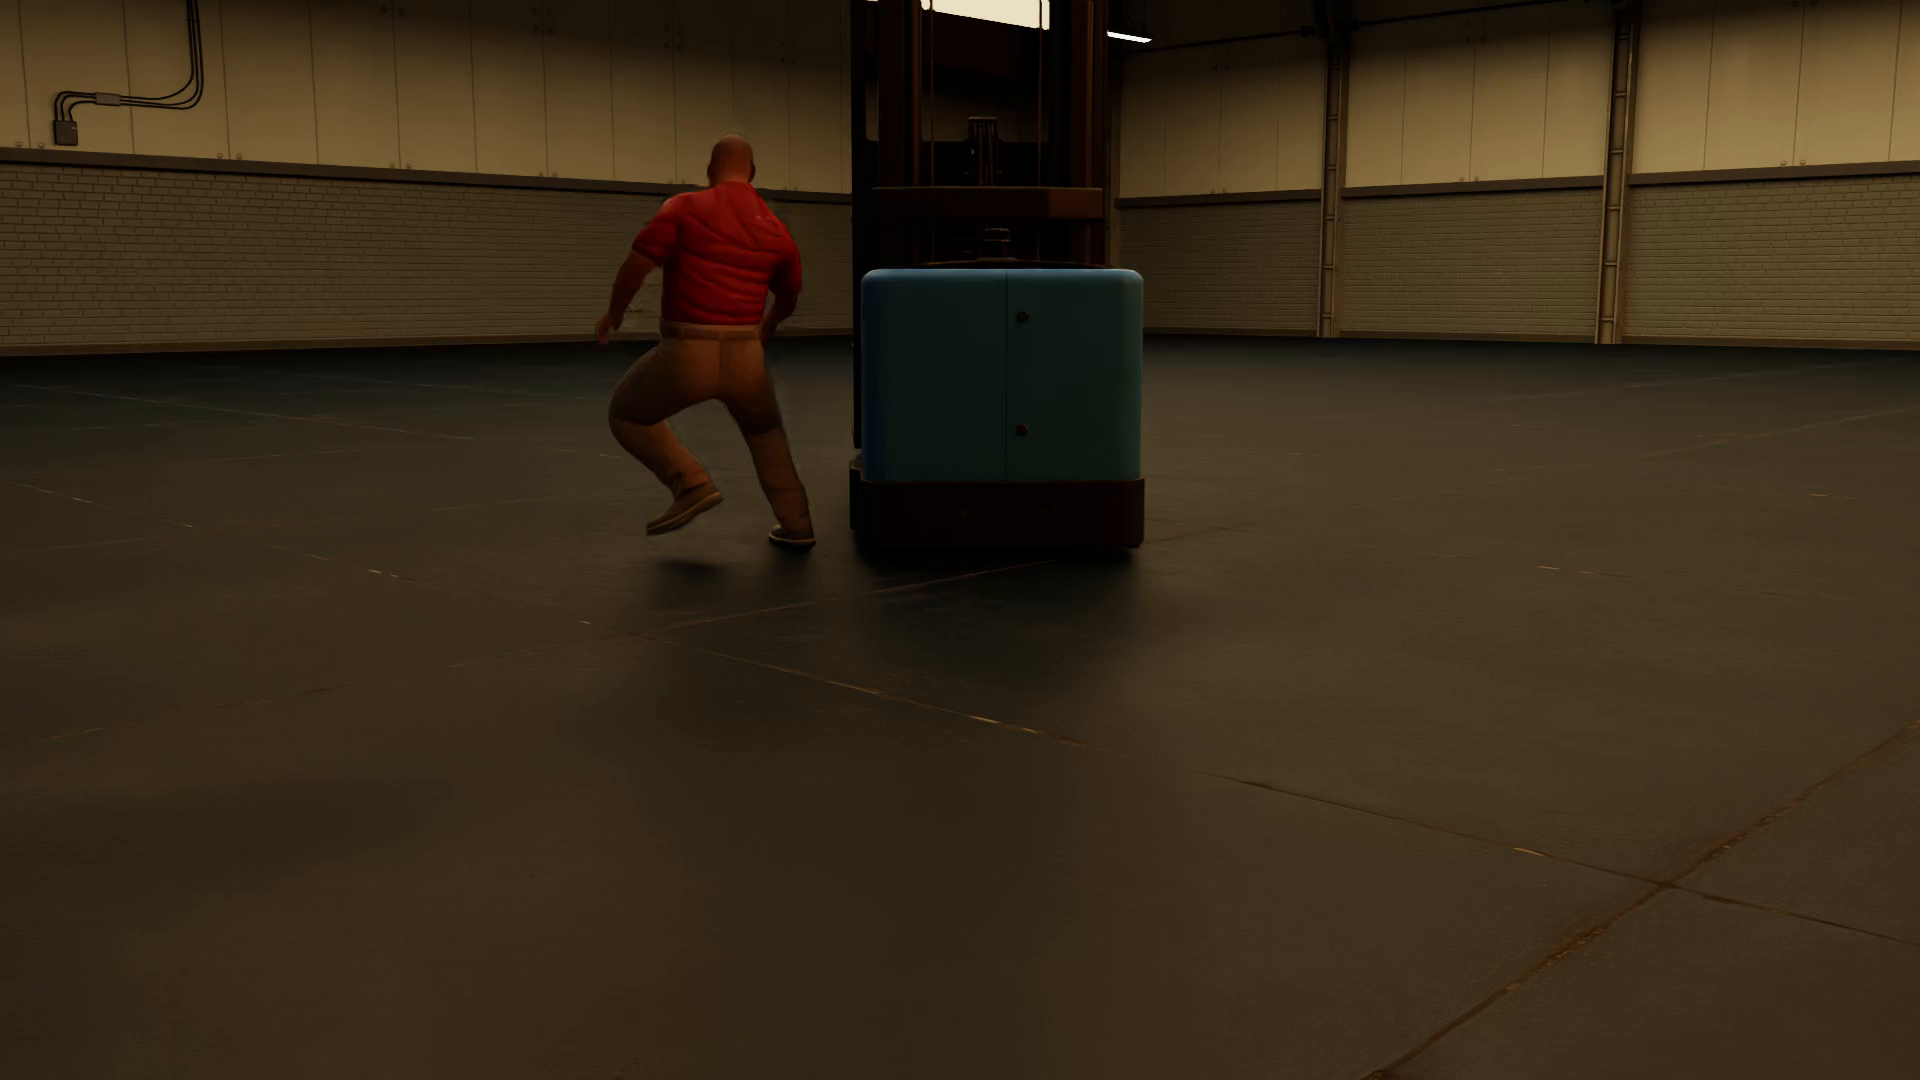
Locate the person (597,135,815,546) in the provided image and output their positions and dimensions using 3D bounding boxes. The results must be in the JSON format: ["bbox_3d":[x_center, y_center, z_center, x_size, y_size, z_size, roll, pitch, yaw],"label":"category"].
[{"bbox_3d":[-0.972,-0.739,6.363,0.804,1.562,0.703,-4,9,-23],"label":"person"}]

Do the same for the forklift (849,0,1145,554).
[{"bbox_3d":[0.061,-1.578,7.356,1.130,2.935,3.031,-1,9,-4],"label":"forklift"}]
